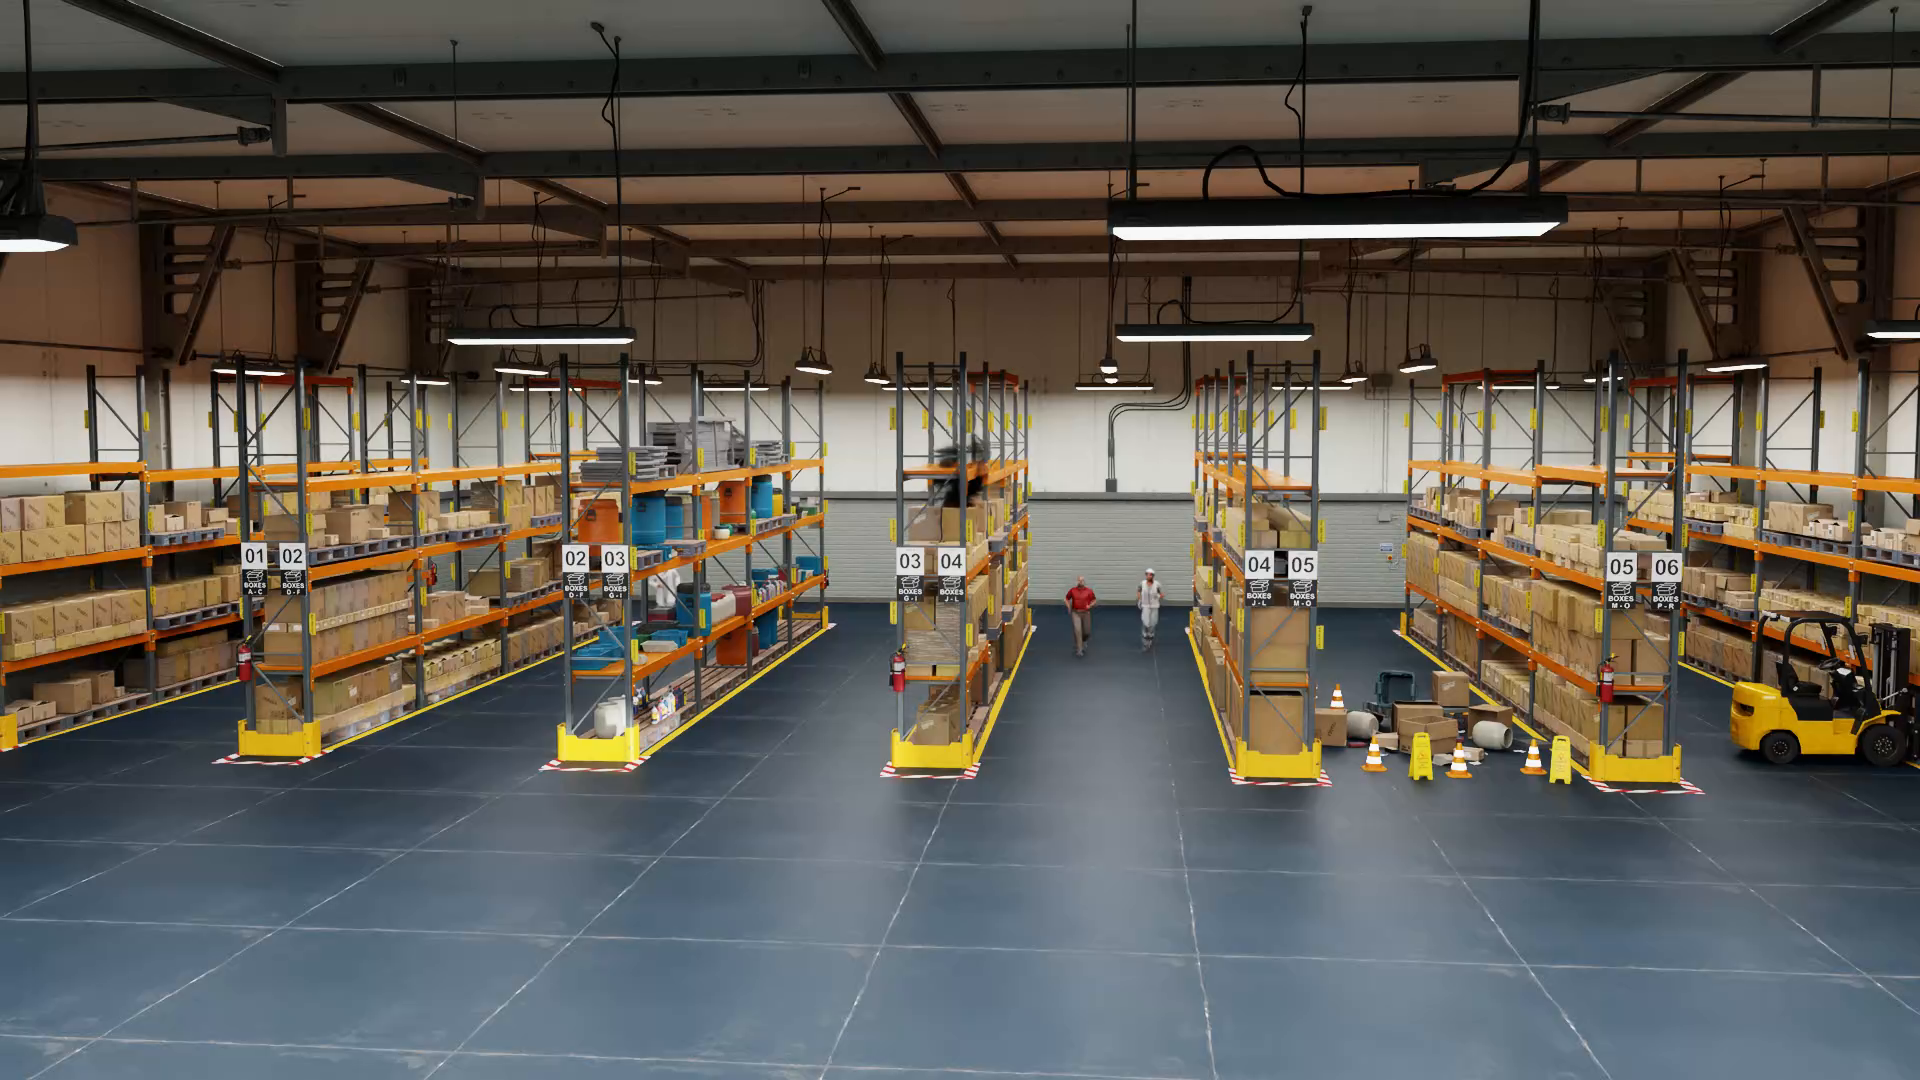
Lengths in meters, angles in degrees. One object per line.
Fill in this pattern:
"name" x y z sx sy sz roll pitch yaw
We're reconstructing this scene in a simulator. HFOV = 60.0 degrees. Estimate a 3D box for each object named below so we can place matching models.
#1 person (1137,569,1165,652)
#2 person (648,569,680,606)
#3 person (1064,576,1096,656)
"person" 4.178 1.541 36.402 0.616 1.835 0.748 0 4 6
"person" -6.963 1.350 39.115 0.738 1.862 0.801 -1 4 -9
"person" 2.591 1.617 35.745 0.674 1.688 0.821 0 4 -1
